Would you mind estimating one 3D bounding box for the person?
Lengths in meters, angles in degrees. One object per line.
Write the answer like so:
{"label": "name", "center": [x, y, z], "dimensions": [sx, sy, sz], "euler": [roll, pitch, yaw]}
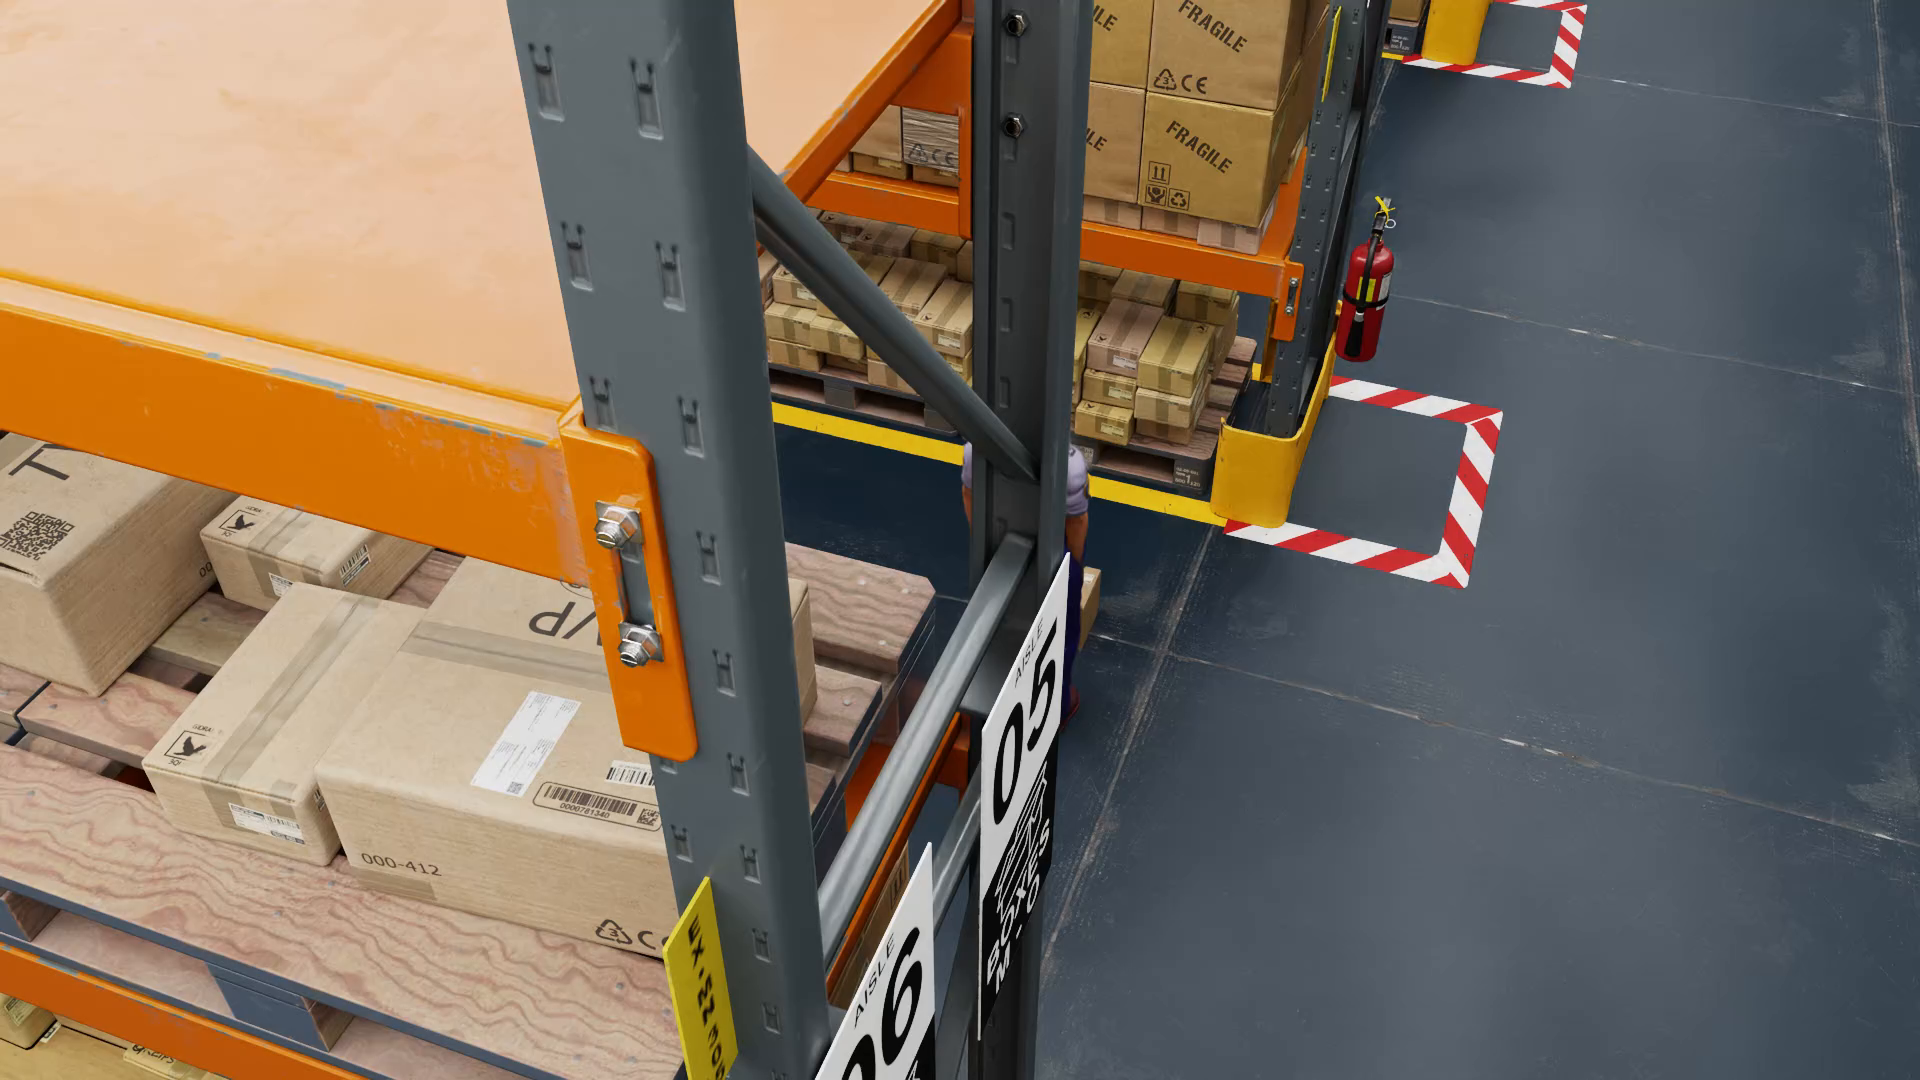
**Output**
{"label": "person", "center": [0.236, 0.053, 6.123], "dimensions": [0.474, 1.640, 0.339], "euler": [14, 44, 16]}
